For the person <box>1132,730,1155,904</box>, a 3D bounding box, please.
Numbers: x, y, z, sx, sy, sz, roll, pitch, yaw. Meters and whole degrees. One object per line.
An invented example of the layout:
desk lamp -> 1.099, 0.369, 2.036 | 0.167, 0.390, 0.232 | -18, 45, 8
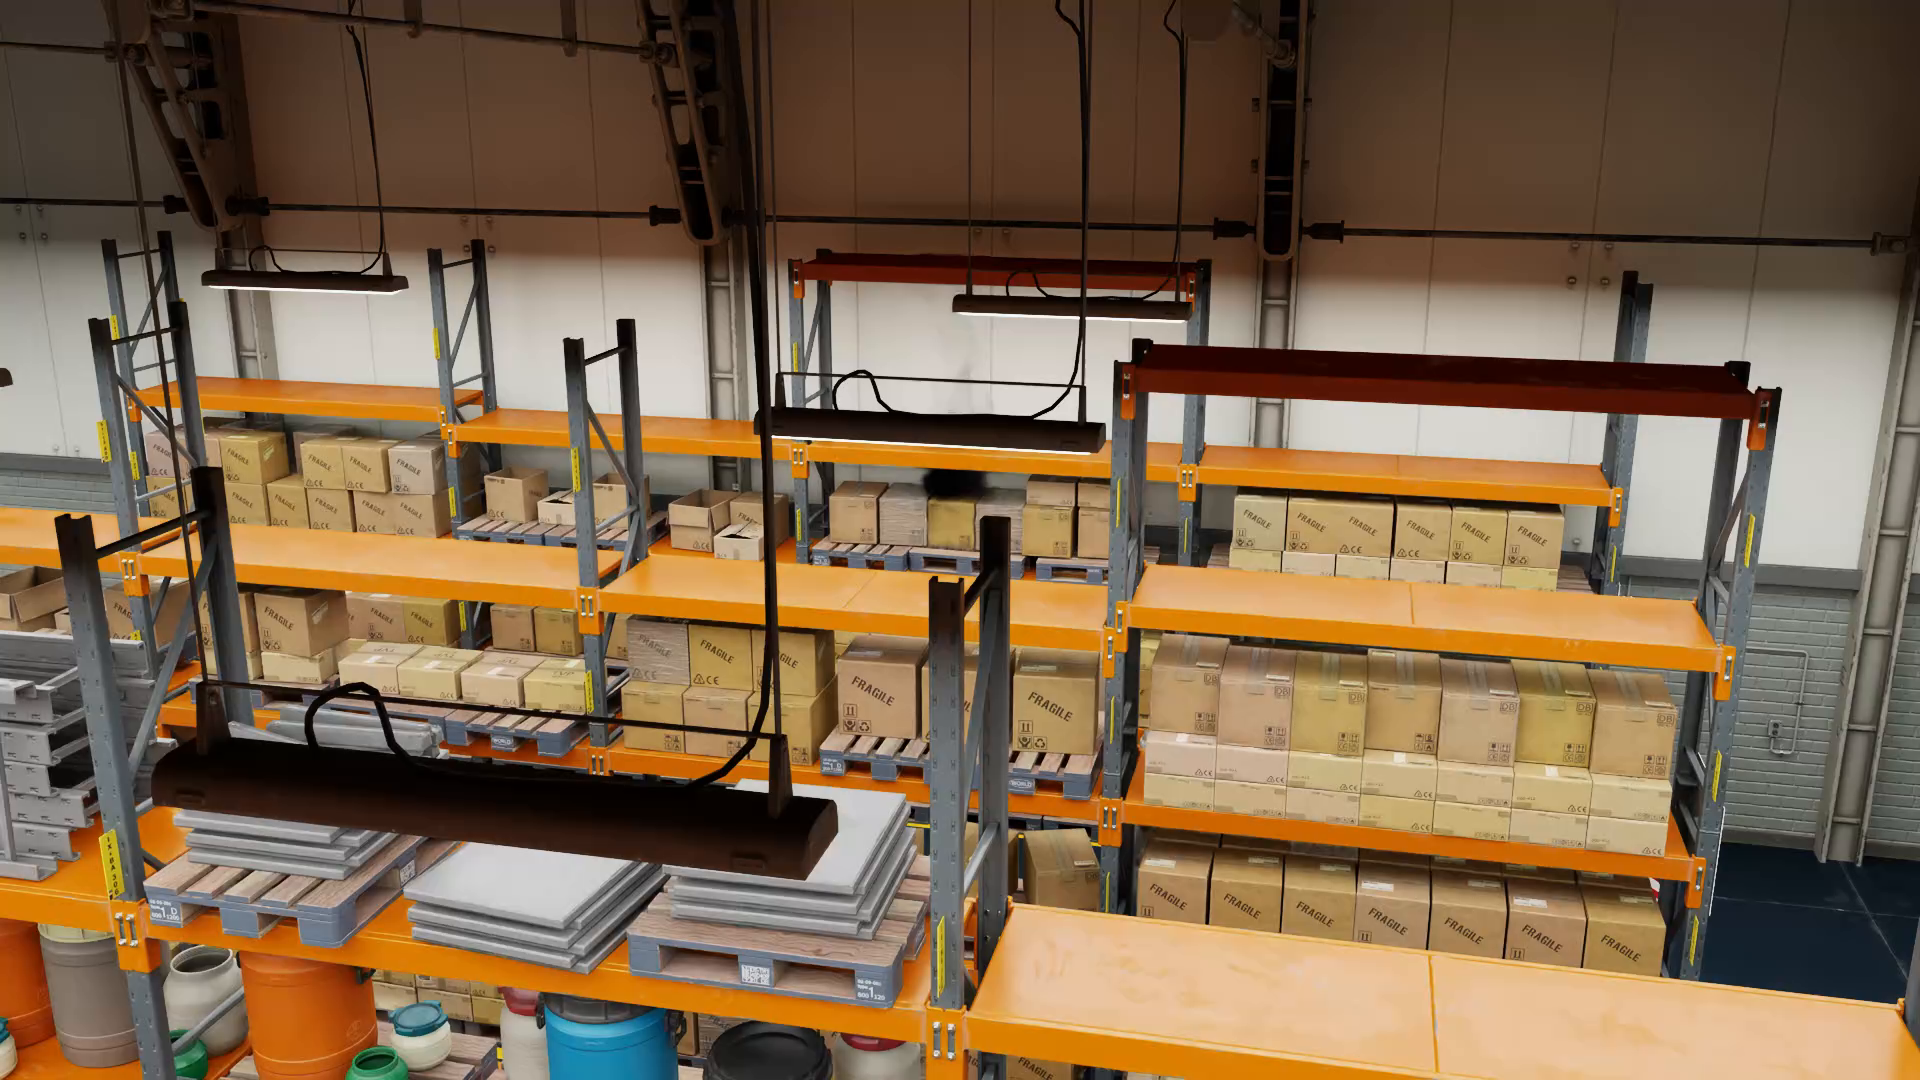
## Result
person -> 1.710, 2.609, 15.466 | 0.664, 1.773, 0.669 | 1, 16, 2
